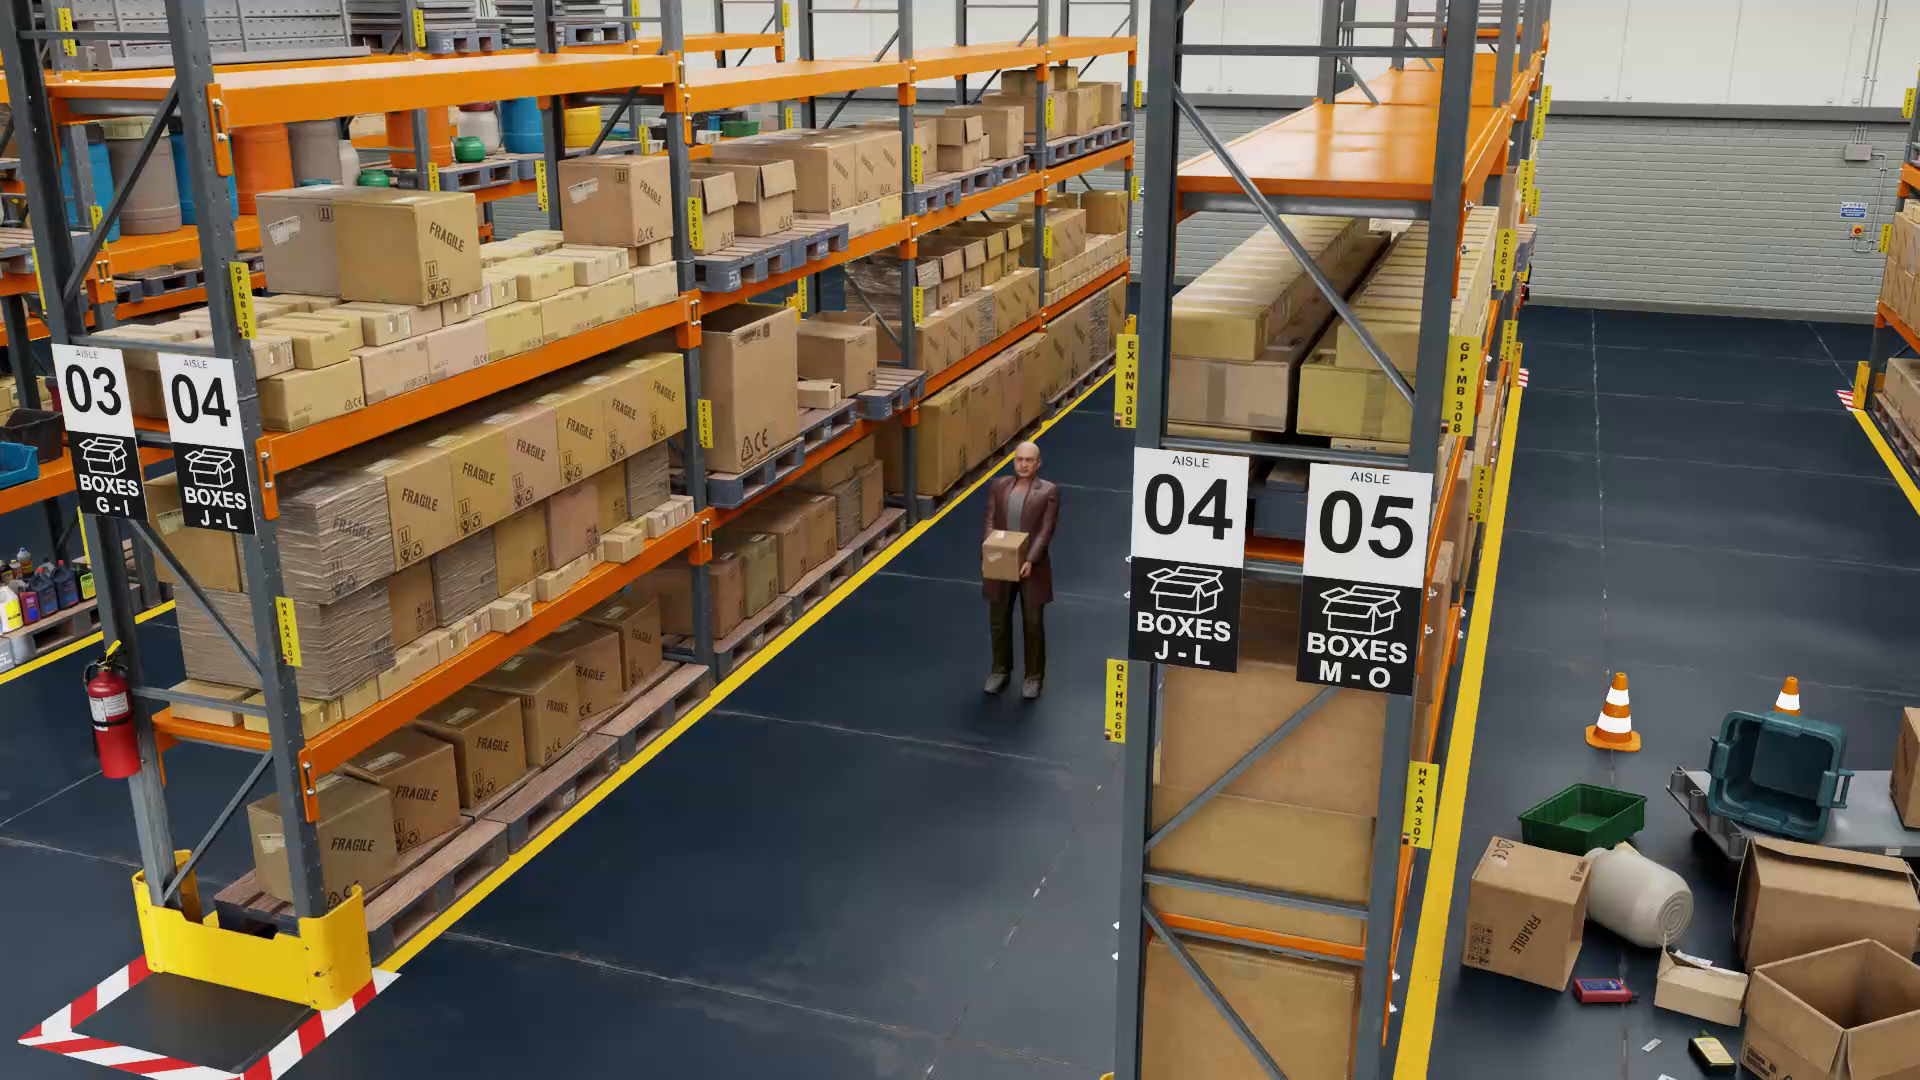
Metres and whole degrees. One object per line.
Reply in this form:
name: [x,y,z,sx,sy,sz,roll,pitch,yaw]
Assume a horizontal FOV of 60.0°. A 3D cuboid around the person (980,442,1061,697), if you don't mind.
person: [0.382,0.269,11.424,0.530,1.678,0.563,6,19,18]
